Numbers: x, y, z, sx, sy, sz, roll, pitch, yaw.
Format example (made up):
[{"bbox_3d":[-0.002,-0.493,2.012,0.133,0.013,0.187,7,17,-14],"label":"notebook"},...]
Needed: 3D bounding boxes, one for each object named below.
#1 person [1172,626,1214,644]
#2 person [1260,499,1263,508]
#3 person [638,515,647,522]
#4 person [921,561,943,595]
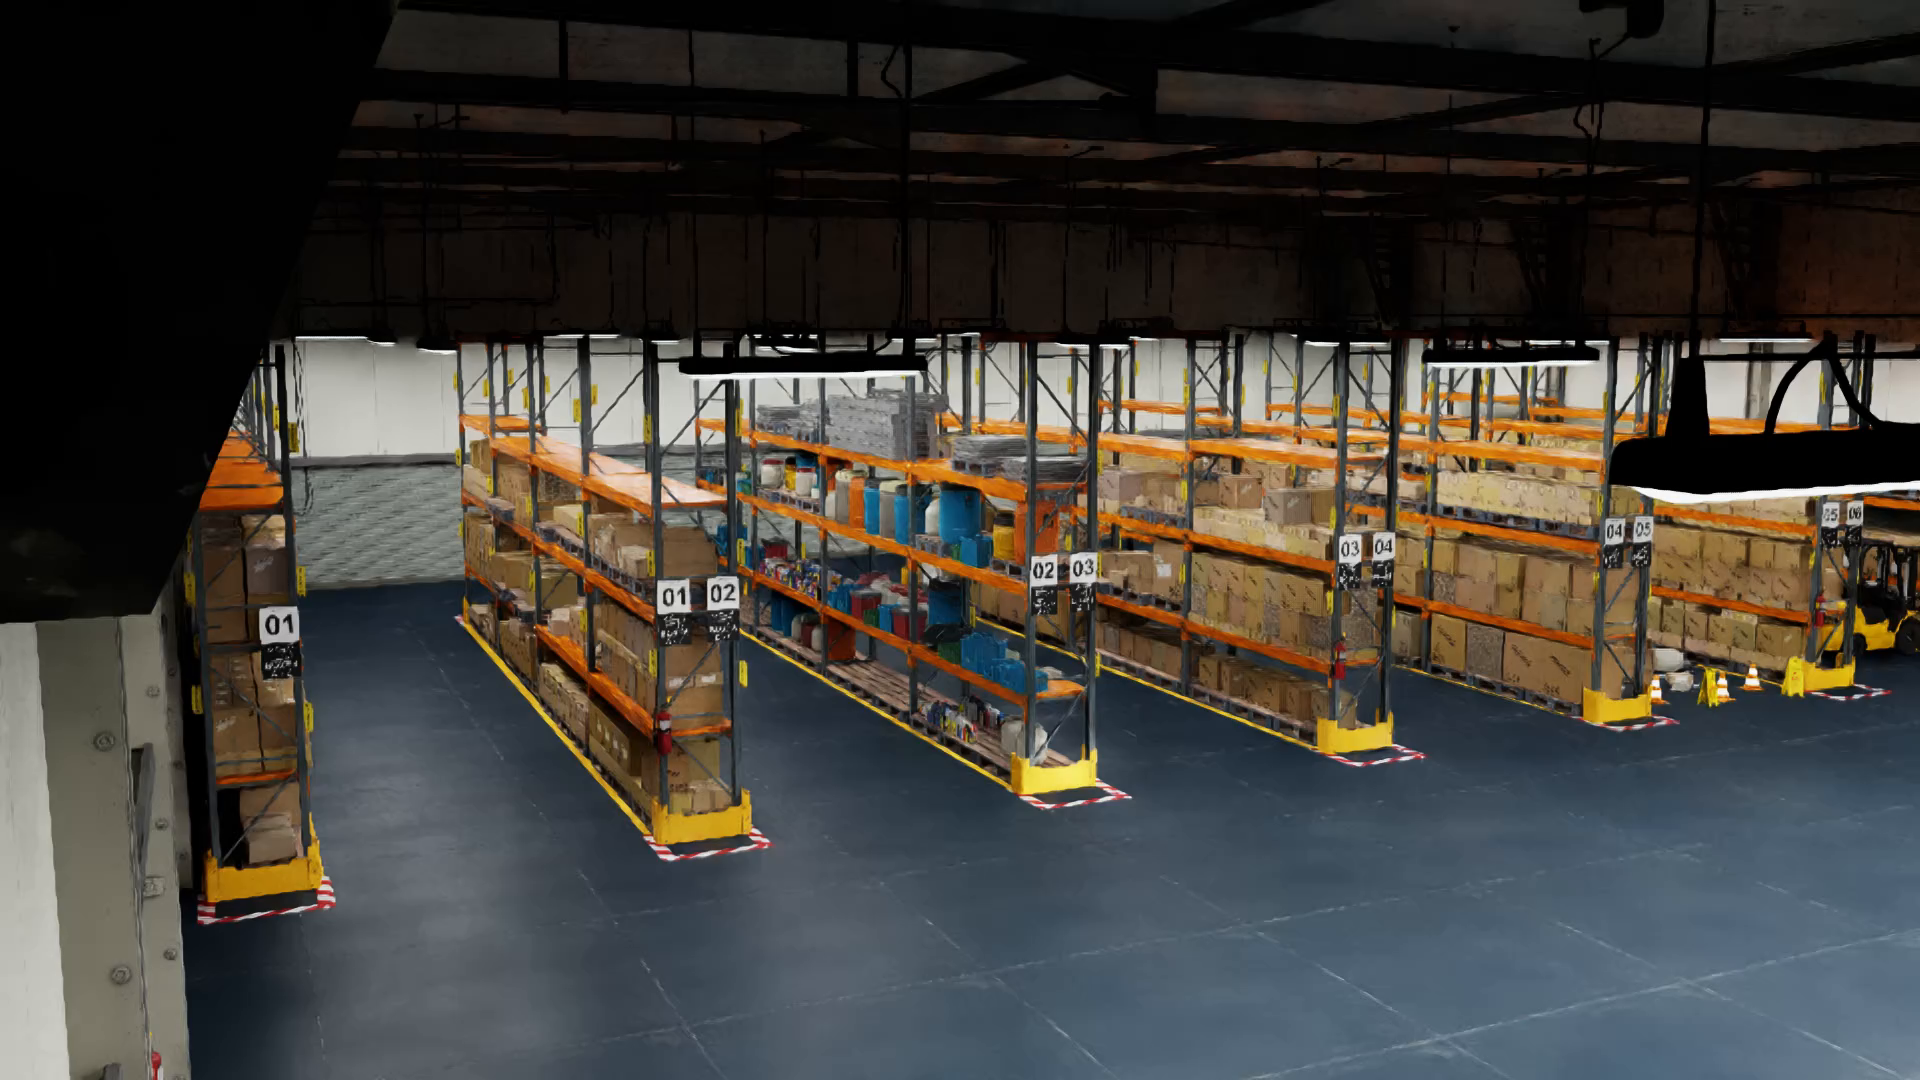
[{"bbox_3d":[4.427,1.222,31.840,0.448,1.614,0.997,-5,9,-33],"label":"person"},{"bbox_3d":[7.918,-0.471,44.000,0.646,1.781,0.553,5,9,34],"label":"person"},{"bbox_3d":[-7.331,0.271,38.595,0.566,1.712,0.737,2,8,14],"label":"person"},{"bbox_3d":[-0.557,0.901,33.804,0.576,1.768,0.445,5,9,35],"label":"person"}]
